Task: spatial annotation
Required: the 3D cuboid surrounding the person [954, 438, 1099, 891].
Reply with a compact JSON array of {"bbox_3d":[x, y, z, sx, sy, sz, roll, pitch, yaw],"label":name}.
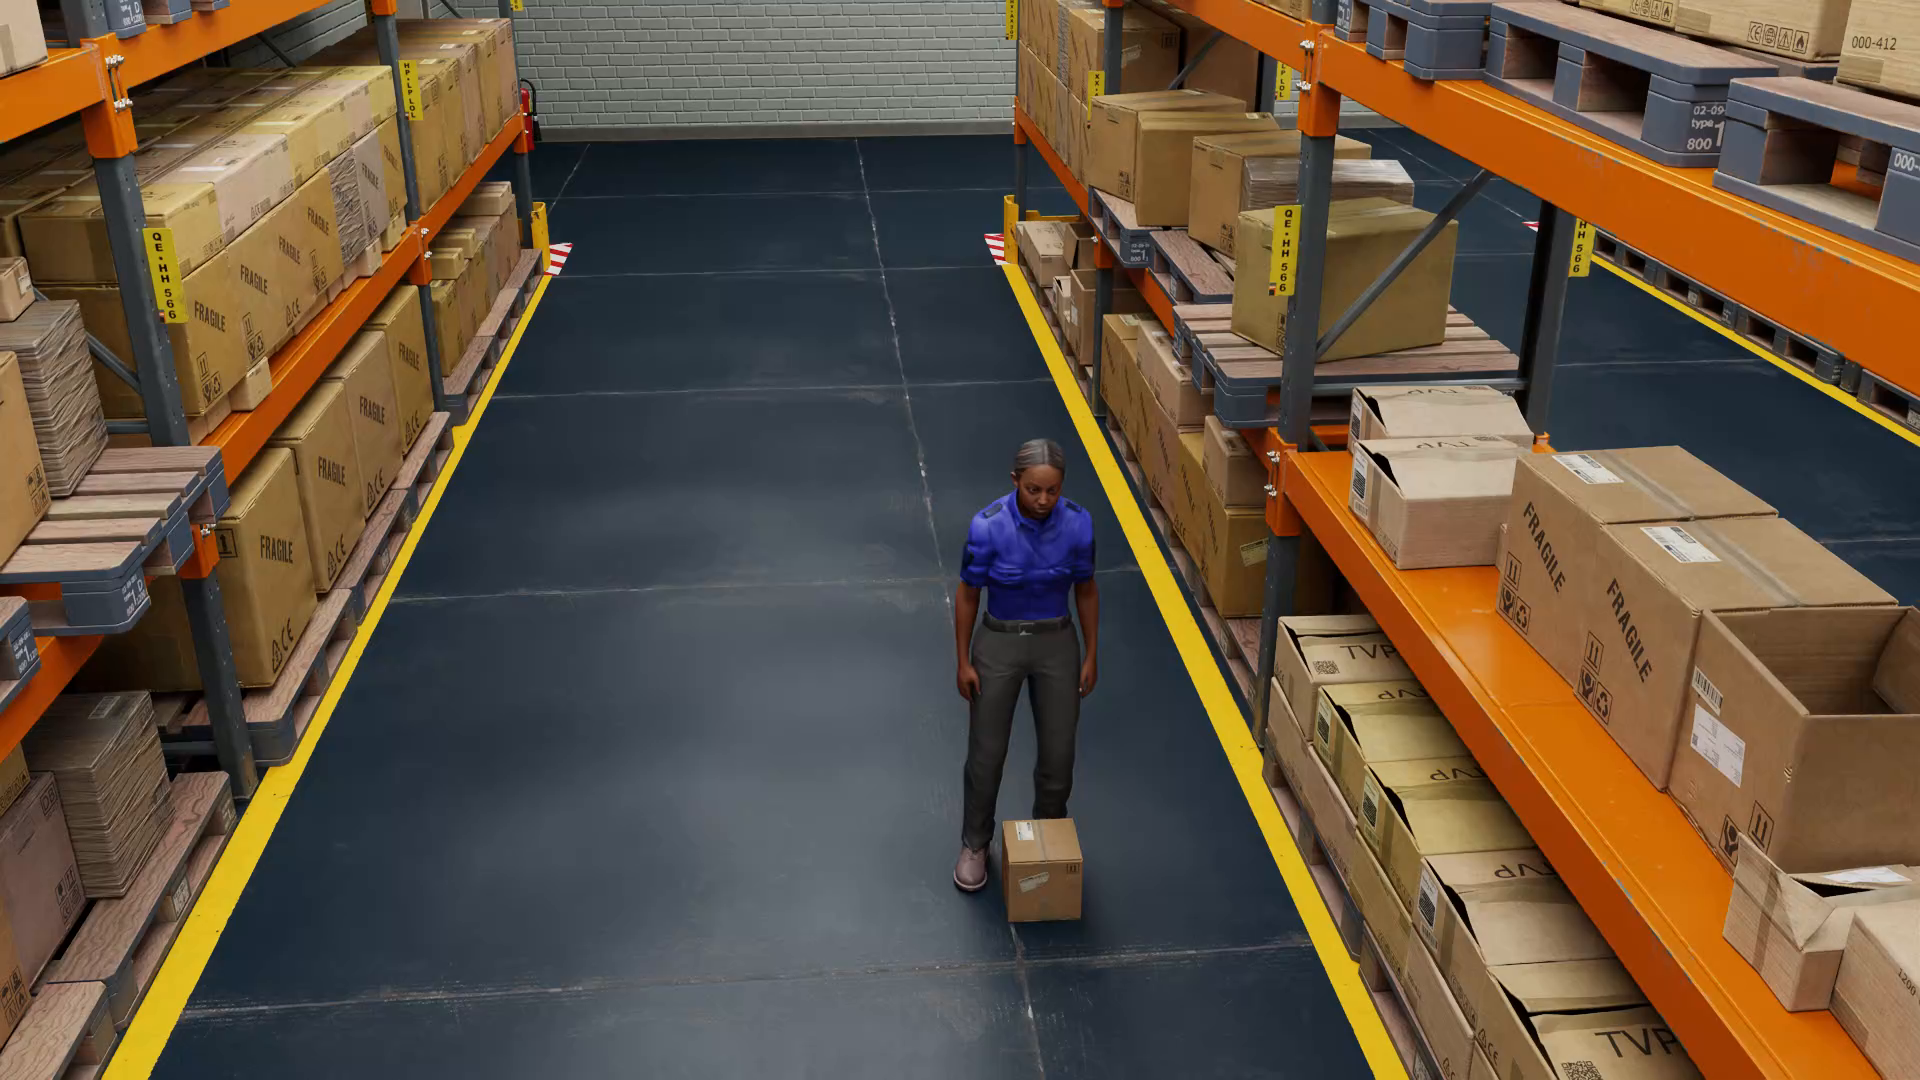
[{"bbox_3d":[0.222,0.410,5.681,0.514,1.654,0.352,-3,24,-6],"label":"person"}]
